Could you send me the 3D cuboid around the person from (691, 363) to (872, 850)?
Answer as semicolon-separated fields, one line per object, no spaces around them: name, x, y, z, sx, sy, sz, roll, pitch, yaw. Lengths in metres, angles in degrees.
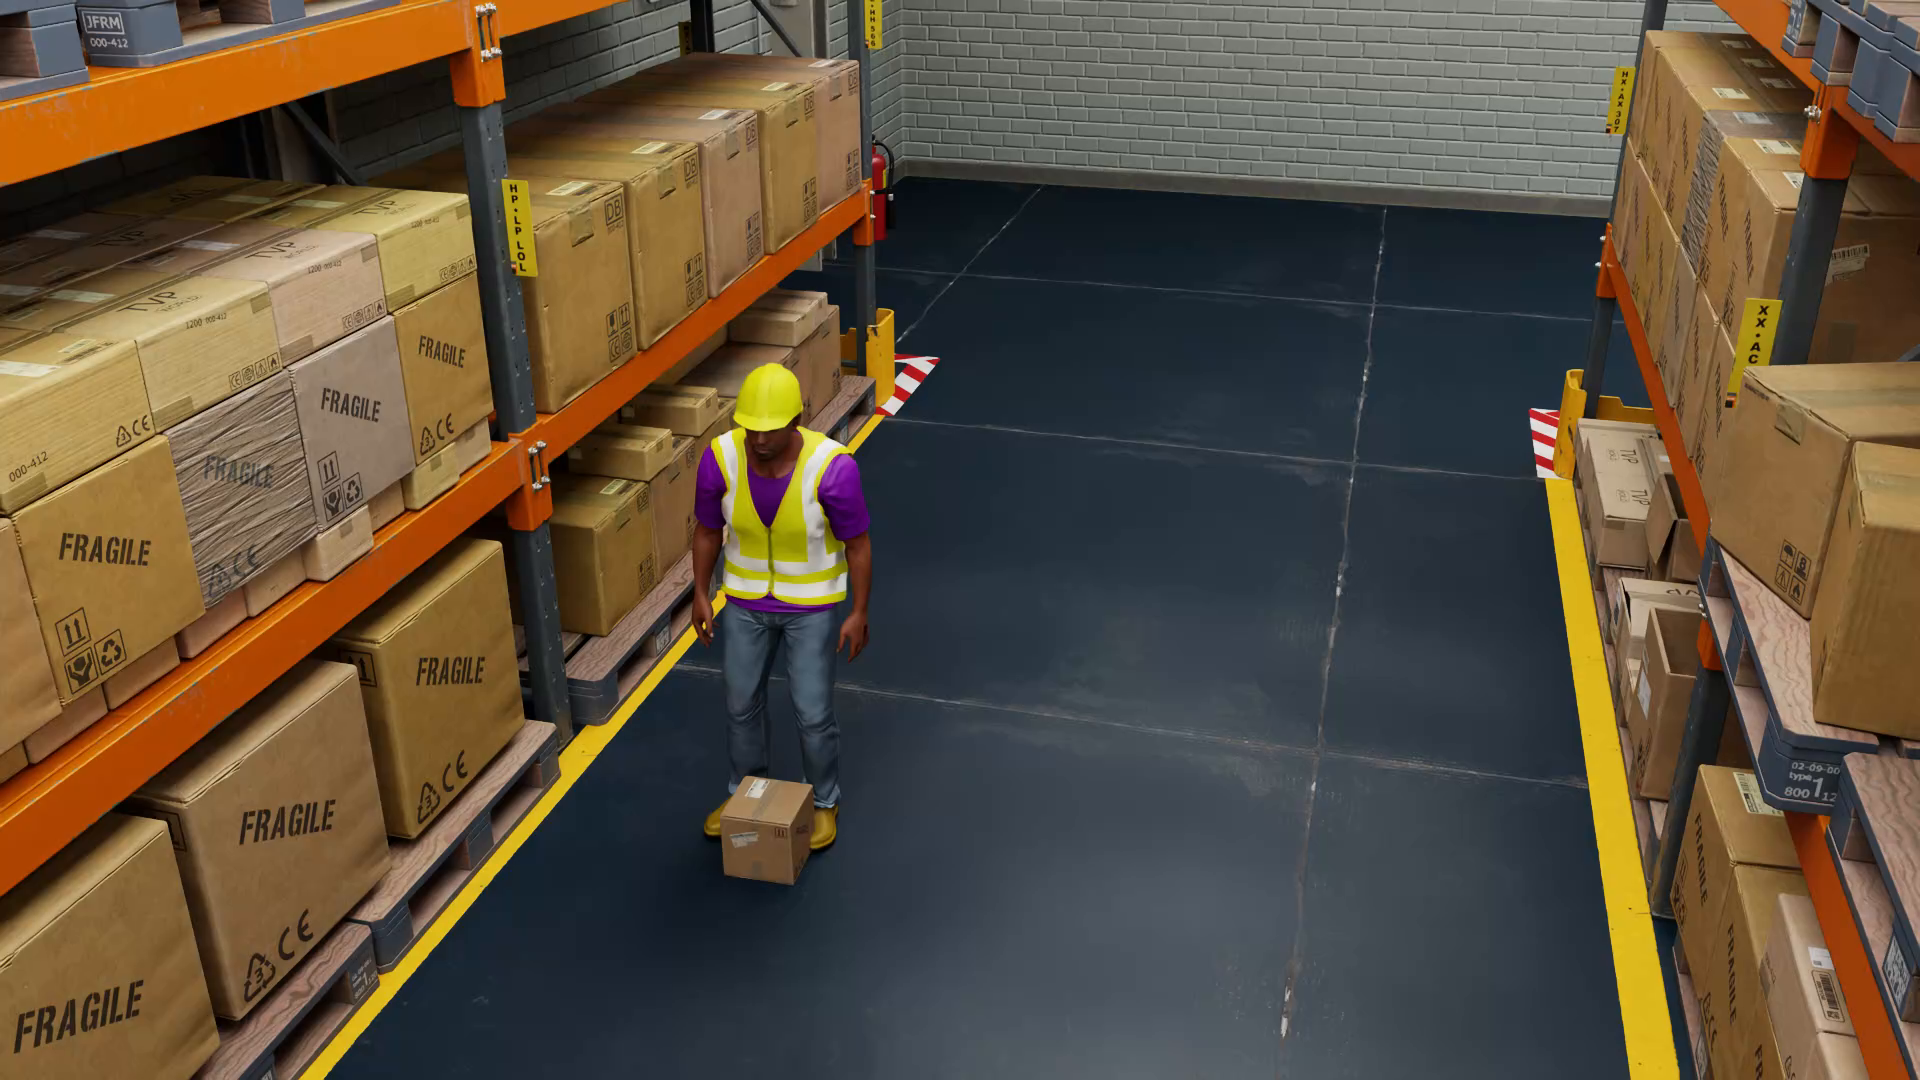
person;-0.610;0.223;5.614;0.626;1.759;0.463;5;26;11
